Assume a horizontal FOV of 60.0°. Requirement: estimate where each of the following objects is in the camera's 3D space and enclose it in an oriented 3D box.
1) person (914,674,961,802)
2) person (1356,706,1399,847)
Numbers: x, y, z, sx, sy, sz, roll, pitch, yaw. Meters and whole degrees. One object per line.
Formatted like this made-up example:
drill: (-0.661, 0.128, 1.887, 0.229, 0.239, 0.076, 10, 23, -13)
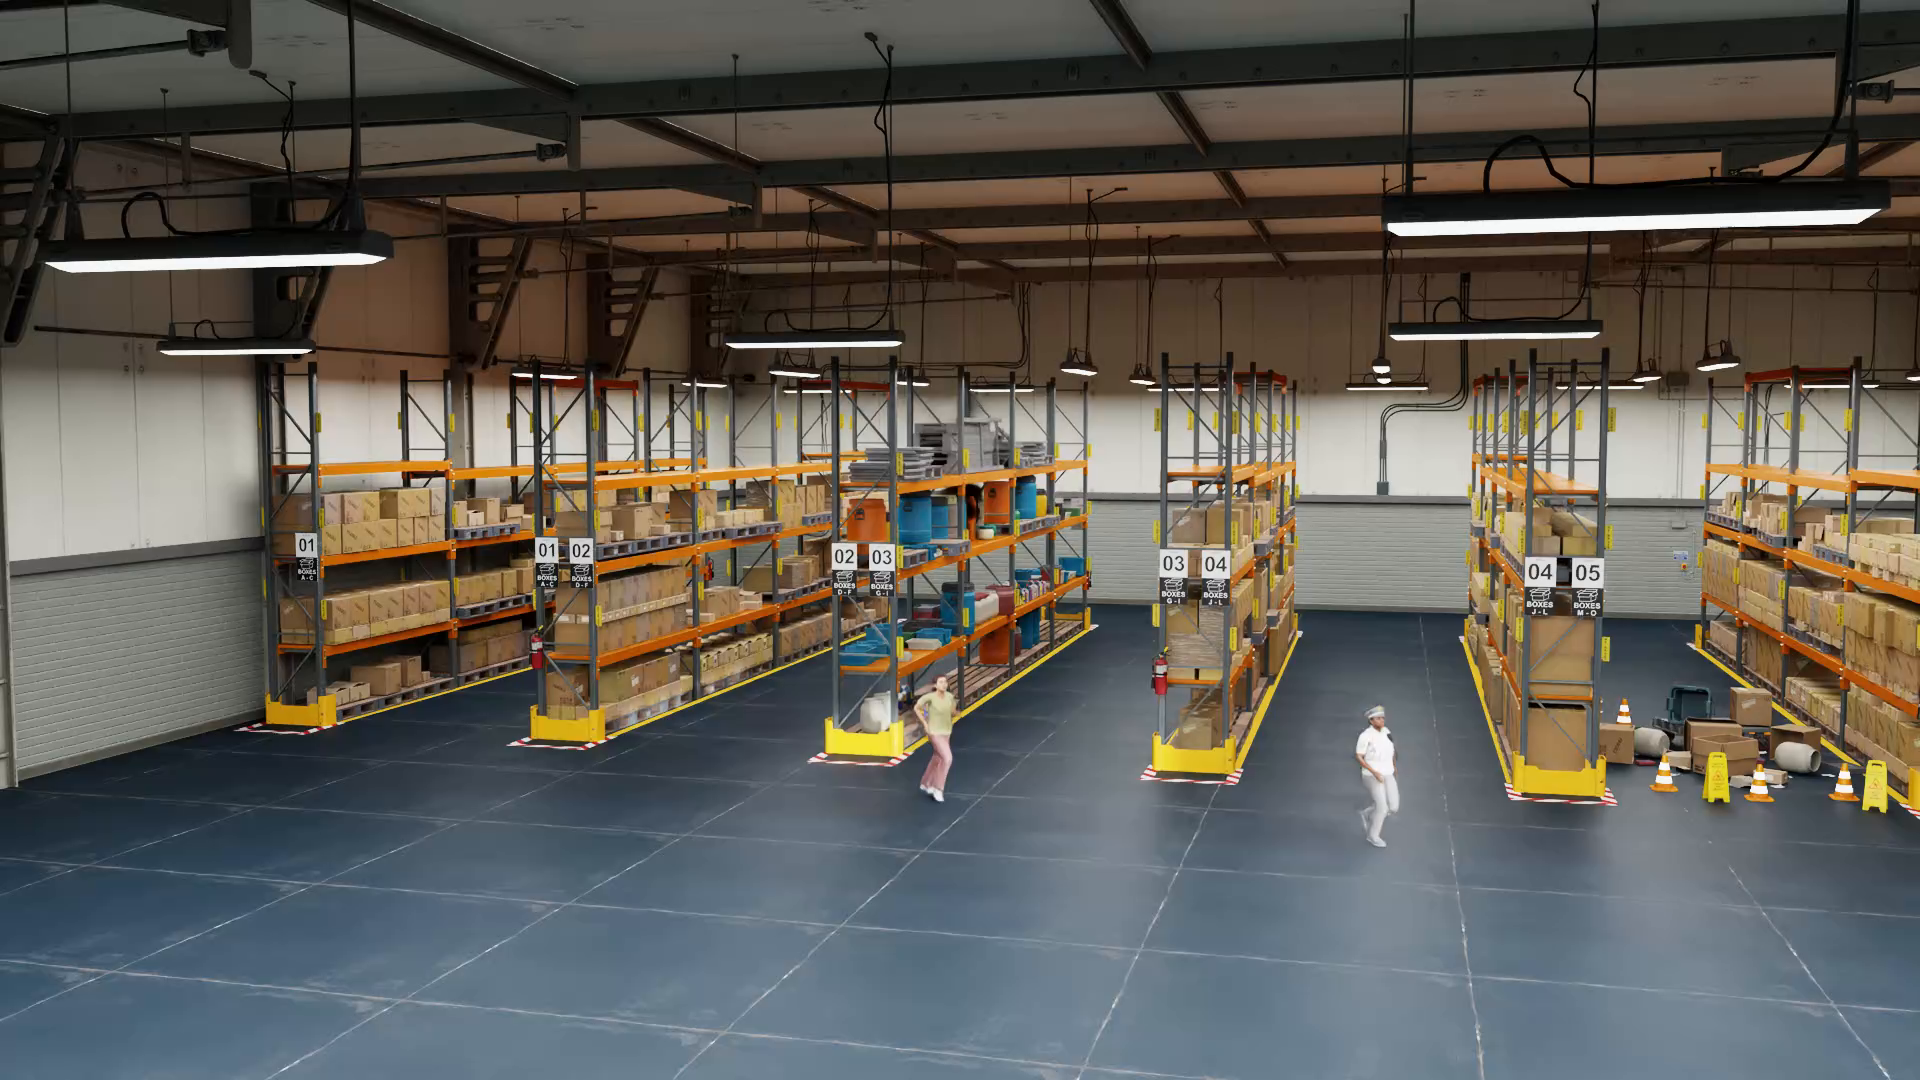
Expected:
person: (-0.266, 2.625, 22.172, 0.547, 1.712, 0.698, -4, 5, -42)
person: (4.960, 2.790, 19.784, 0.579, 1.669, 0.517, -2, 5, -31)
